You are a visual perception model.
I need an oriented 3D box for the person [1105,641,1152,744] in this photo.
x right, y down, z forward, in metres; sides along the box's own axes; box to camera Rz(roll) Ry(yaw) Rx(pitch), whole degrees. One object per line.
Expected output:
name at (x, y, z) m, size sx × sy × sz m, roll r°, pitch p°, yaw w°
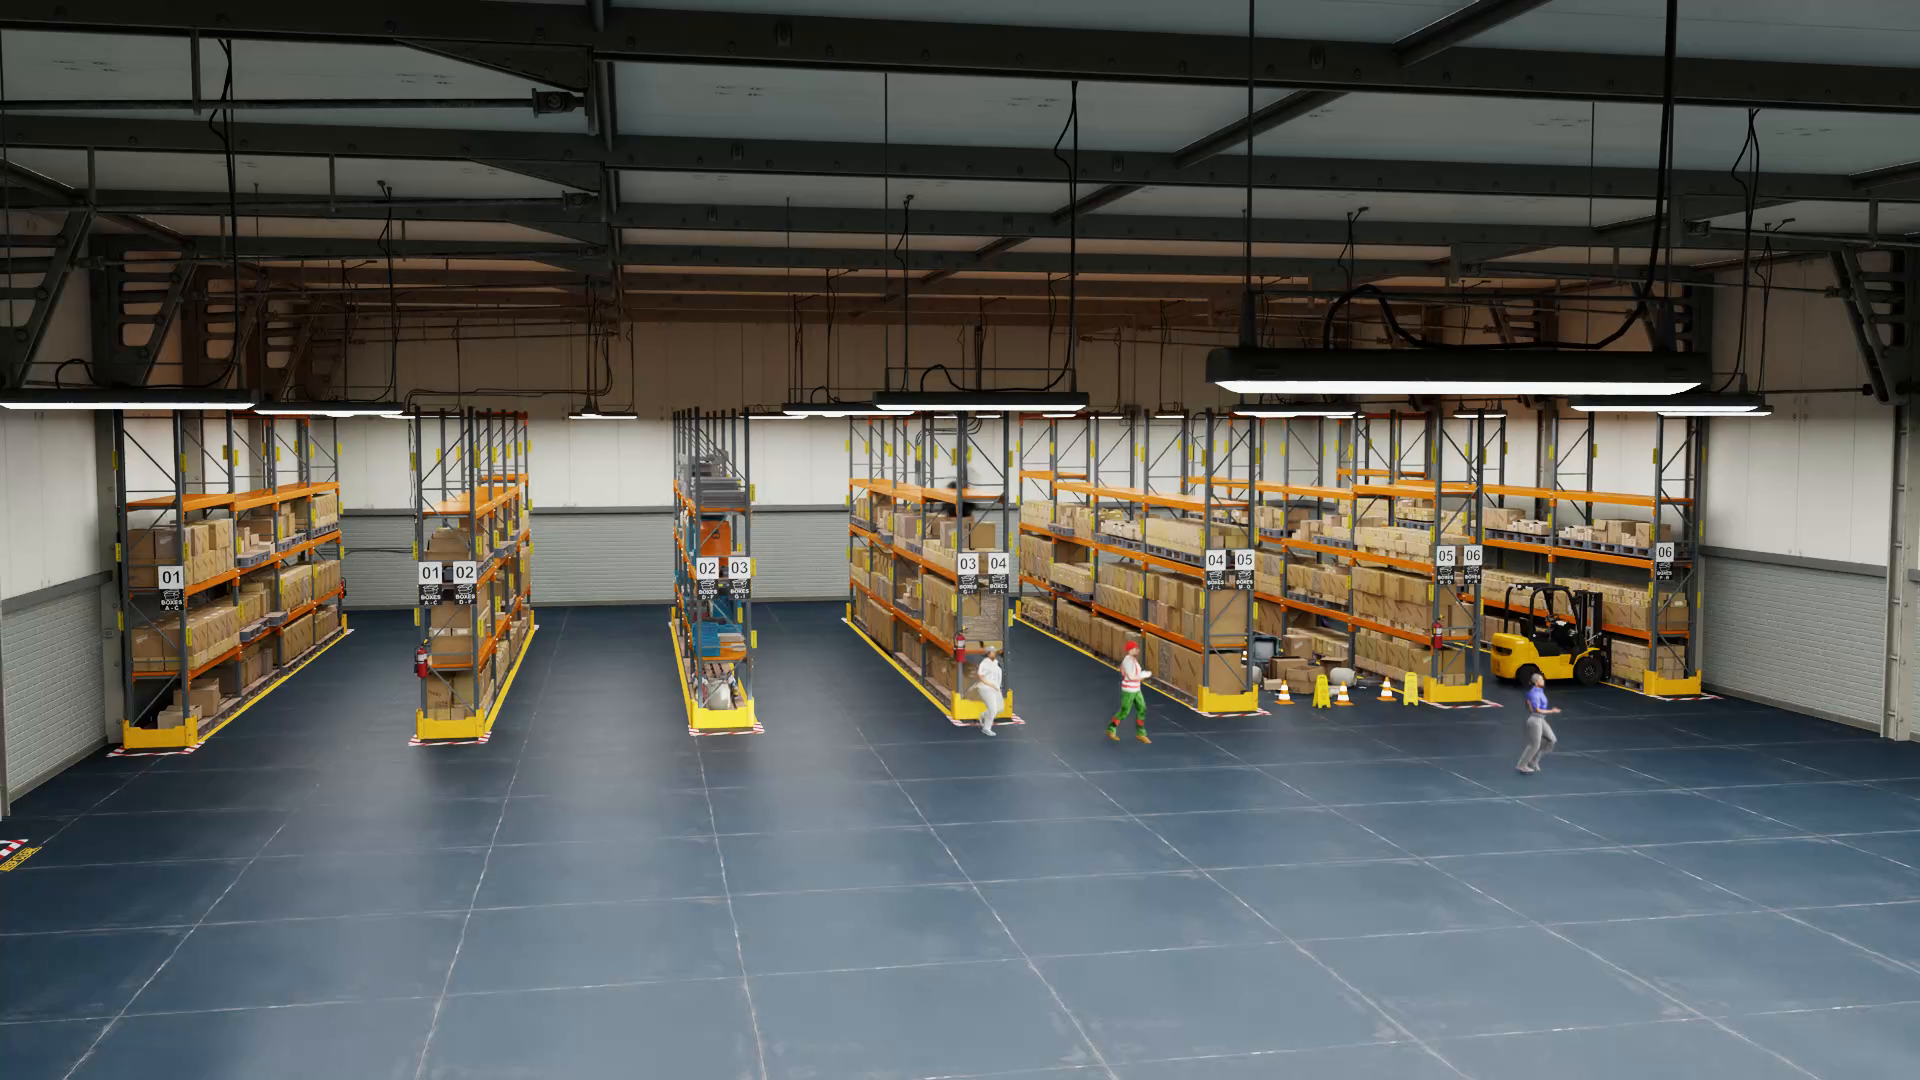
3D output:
person at (3.015, 2.714, 29.559) m, size 0.818 × 1.846 × 0.662 m, roll 2°, pitch 4°, yaw 22°

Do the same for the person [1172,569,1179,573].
person at (6.706, 1.245, 50.963) m, size 0.708 × 1.731 × 0.769 m, roll 1°, pitch 4°, yaw 8°

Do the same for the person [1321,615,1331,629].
person at (9.699, 1.756, 44.208) m, size 0.610 × 1.626 × 0.855 m, roll -1°, pitch 4°, yaw -16°

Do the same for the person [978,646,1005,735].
person at (0.569, 2.754, 30.532) m, size 0.534 × 1.636 × 0.645 m, roll 3°, pitch 5°, yaw 33°

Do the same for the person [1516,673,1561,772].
person at (9.418, 2.982, 27.031) m, size 0.665 × 1.641 × 0.566 m, roll 2°, pitch 5°, yaw 28°
